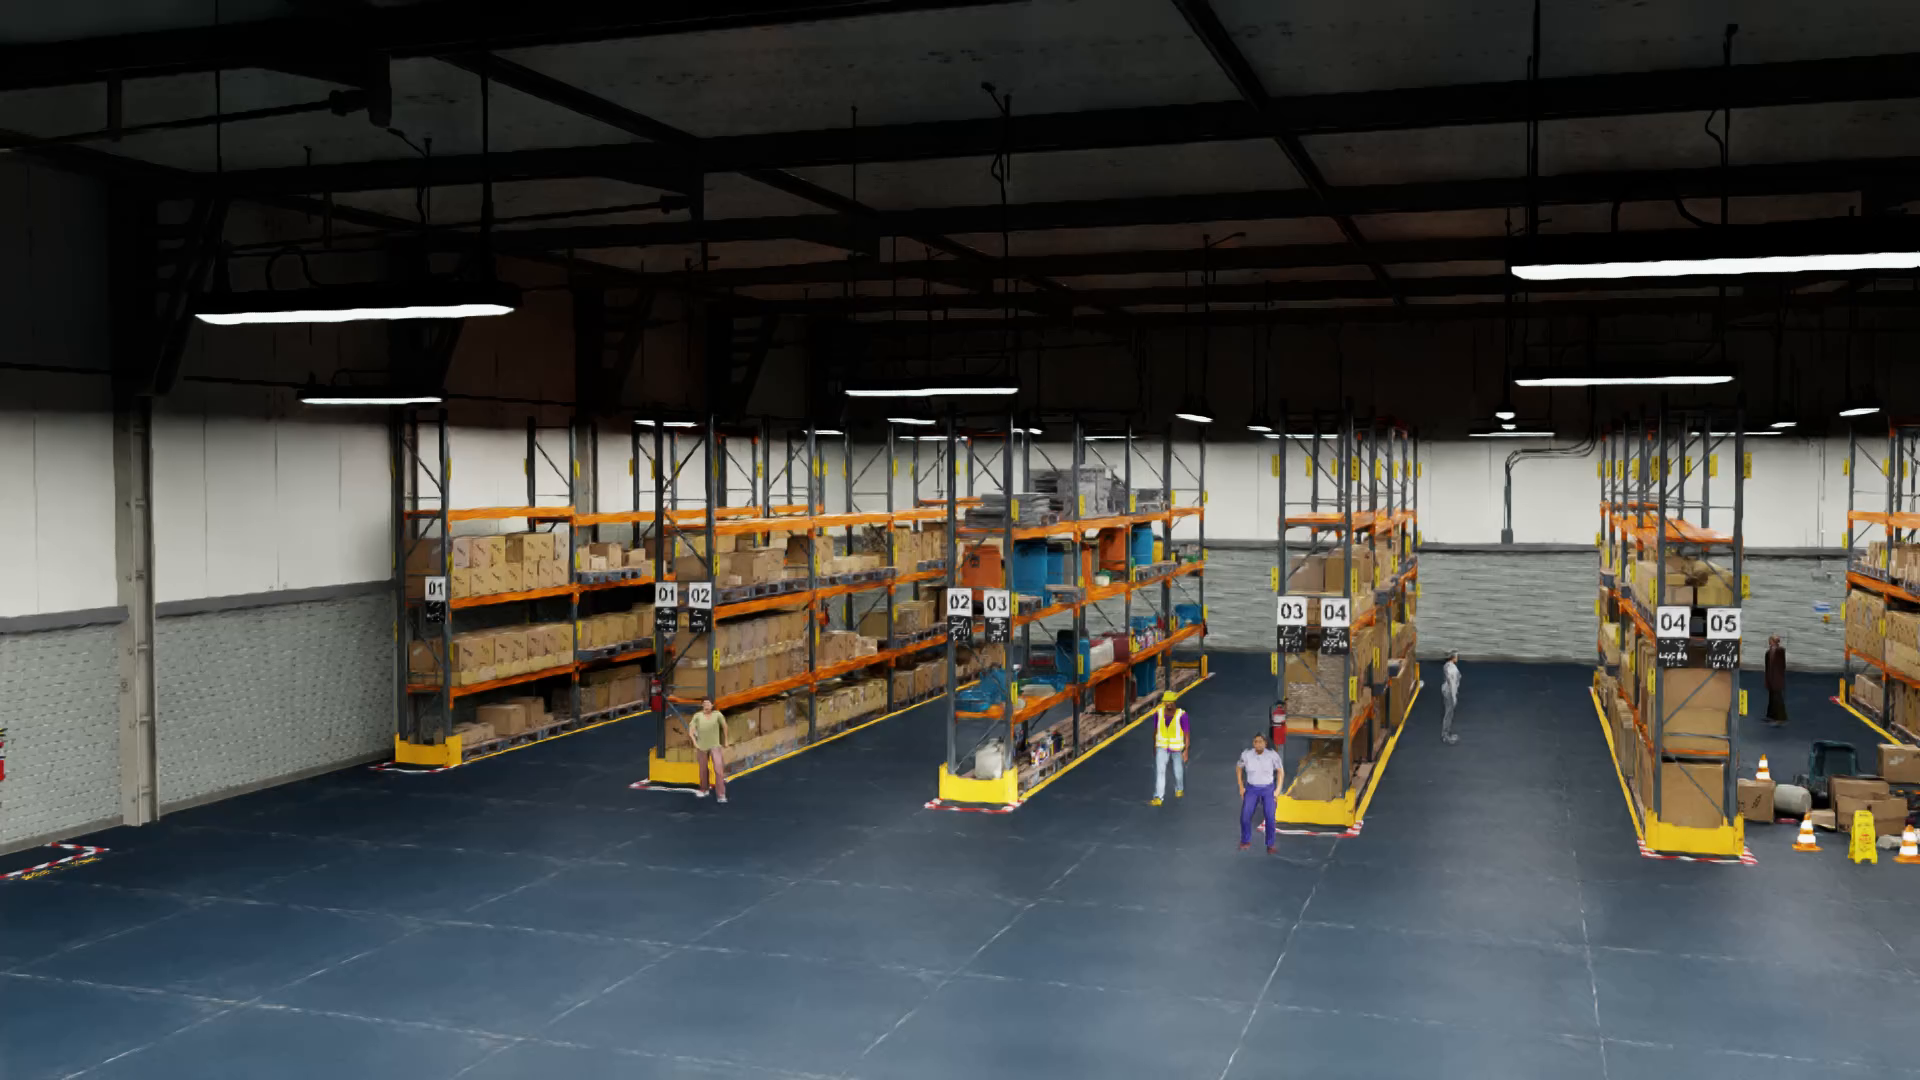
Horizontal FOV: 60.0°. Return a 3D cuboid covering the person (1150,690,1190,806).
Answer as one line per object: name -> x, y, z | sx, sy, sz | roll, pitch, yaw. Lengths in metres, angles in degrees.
person -> 3.145, 3.081, 24.814 | 0.575, 1.689, 1.128 | 1, 3, 16

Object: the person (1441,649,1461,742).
person -> 9.023, 2.835, 30.544 | 0.354, 1.684, 0.596 | 0, 2, 6

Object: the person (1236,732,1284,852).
person -> 3.914, 3.279, 21.712 | 0.625, 1.596, 0.517 | 1, 3, 16

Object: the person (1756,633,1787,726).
person -> 15.879, 2.703, 32.495 | 0.642, 1.771, 0.692 | 2, 3, 41

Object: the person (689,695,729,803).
person -> -3.755, 3.113, 25.053 | 0.621, 1.601, 0.817 | 0, 2, 2
